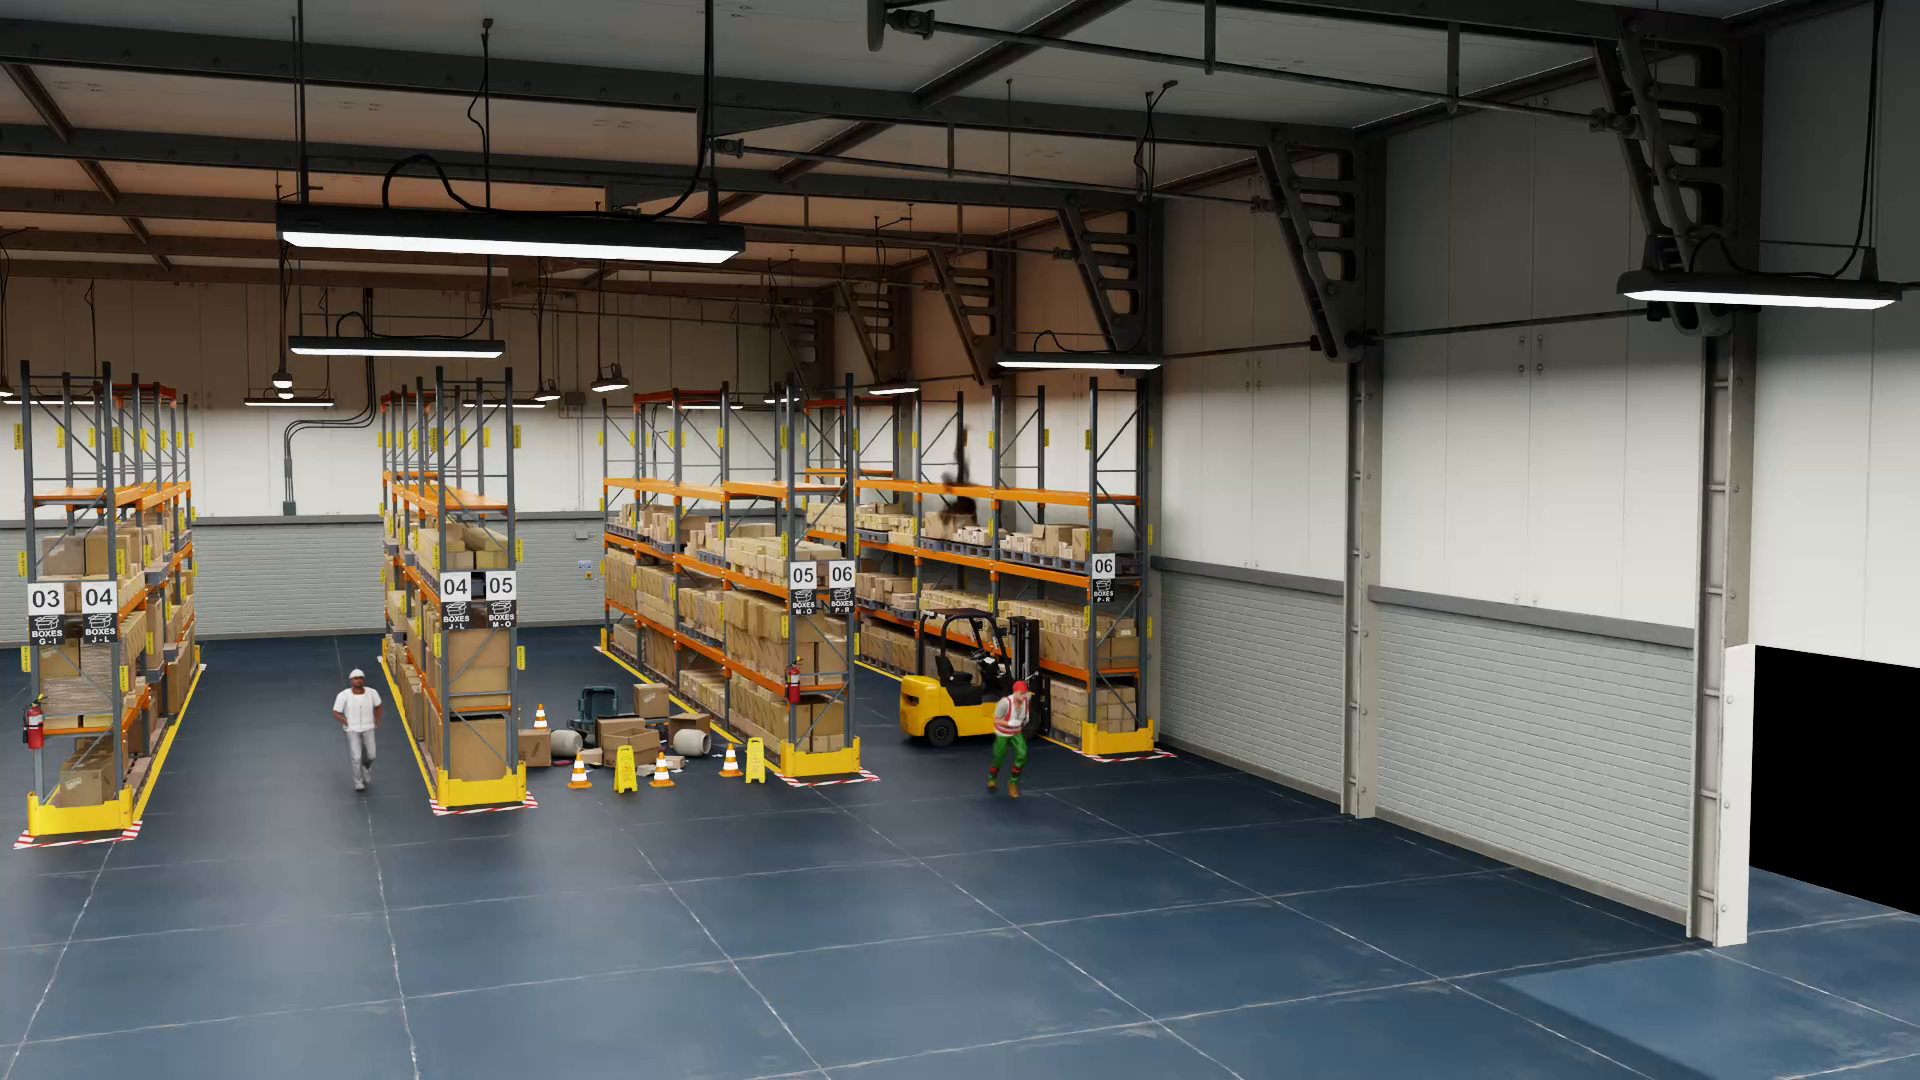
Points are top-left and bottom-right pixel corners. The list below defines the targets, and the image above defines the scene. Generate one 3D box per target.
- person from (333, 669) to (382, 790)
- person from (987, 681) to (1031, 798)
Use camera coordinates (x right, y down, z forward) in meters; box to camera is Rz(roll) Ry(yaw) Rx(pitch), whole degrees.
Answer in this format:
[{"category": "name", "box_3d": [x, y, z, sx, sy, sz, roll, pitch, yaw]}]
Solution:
[{"category": "person", "box_3d": [-8.568, 2.708, 23.746, 0.692, 1.720, 0.591, -2, 4, -30]}, {"category": "person", "box_3d": [0.698, 2.783, 23.401, 0.704, 1.696, 0.994, -2, 4, -29]}]
